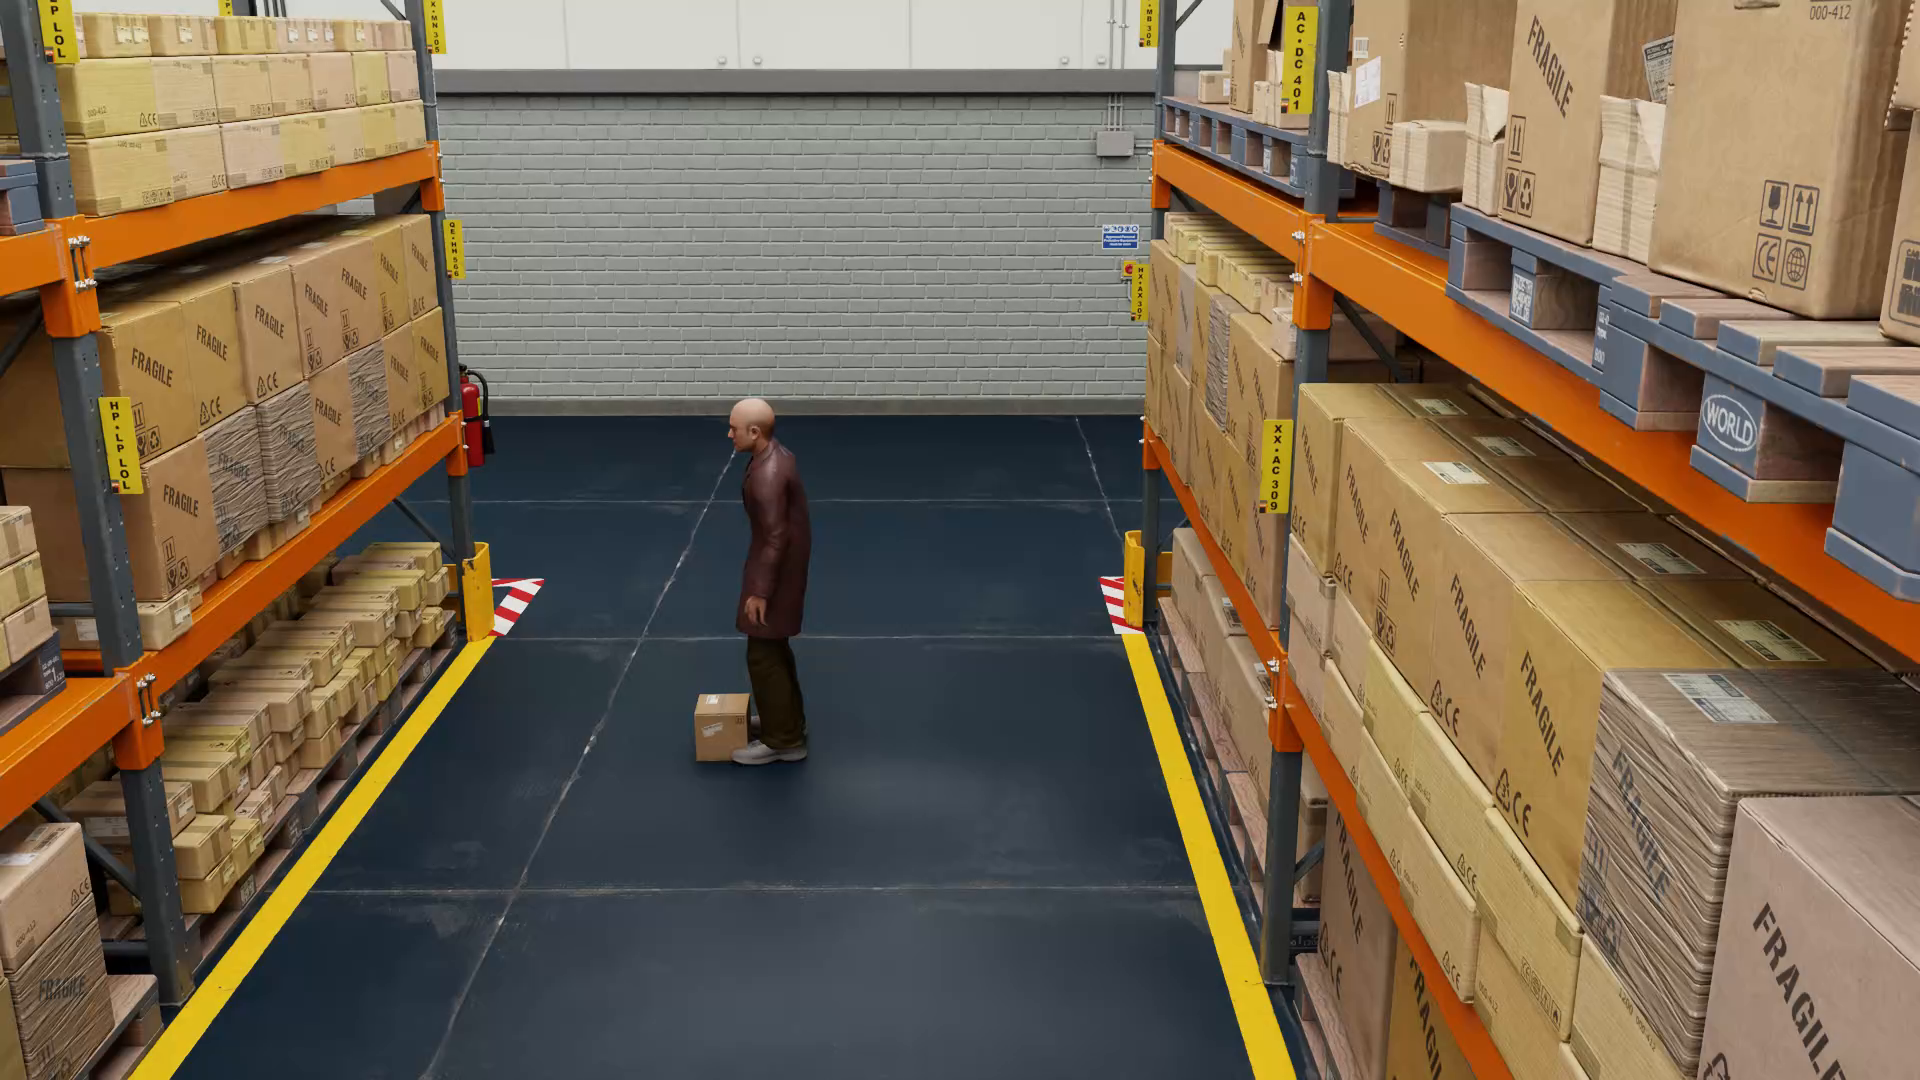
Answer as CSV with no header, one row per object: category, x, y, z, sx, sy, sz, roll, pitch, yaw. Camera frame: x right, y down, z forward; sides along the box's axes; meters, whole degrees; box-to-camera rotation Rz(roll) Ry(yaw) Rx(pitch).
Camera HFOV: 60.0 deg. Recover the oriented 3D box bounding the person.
person,-0.912,0.188,7.948,0.417,1.774,0.652,-1,17,-2
